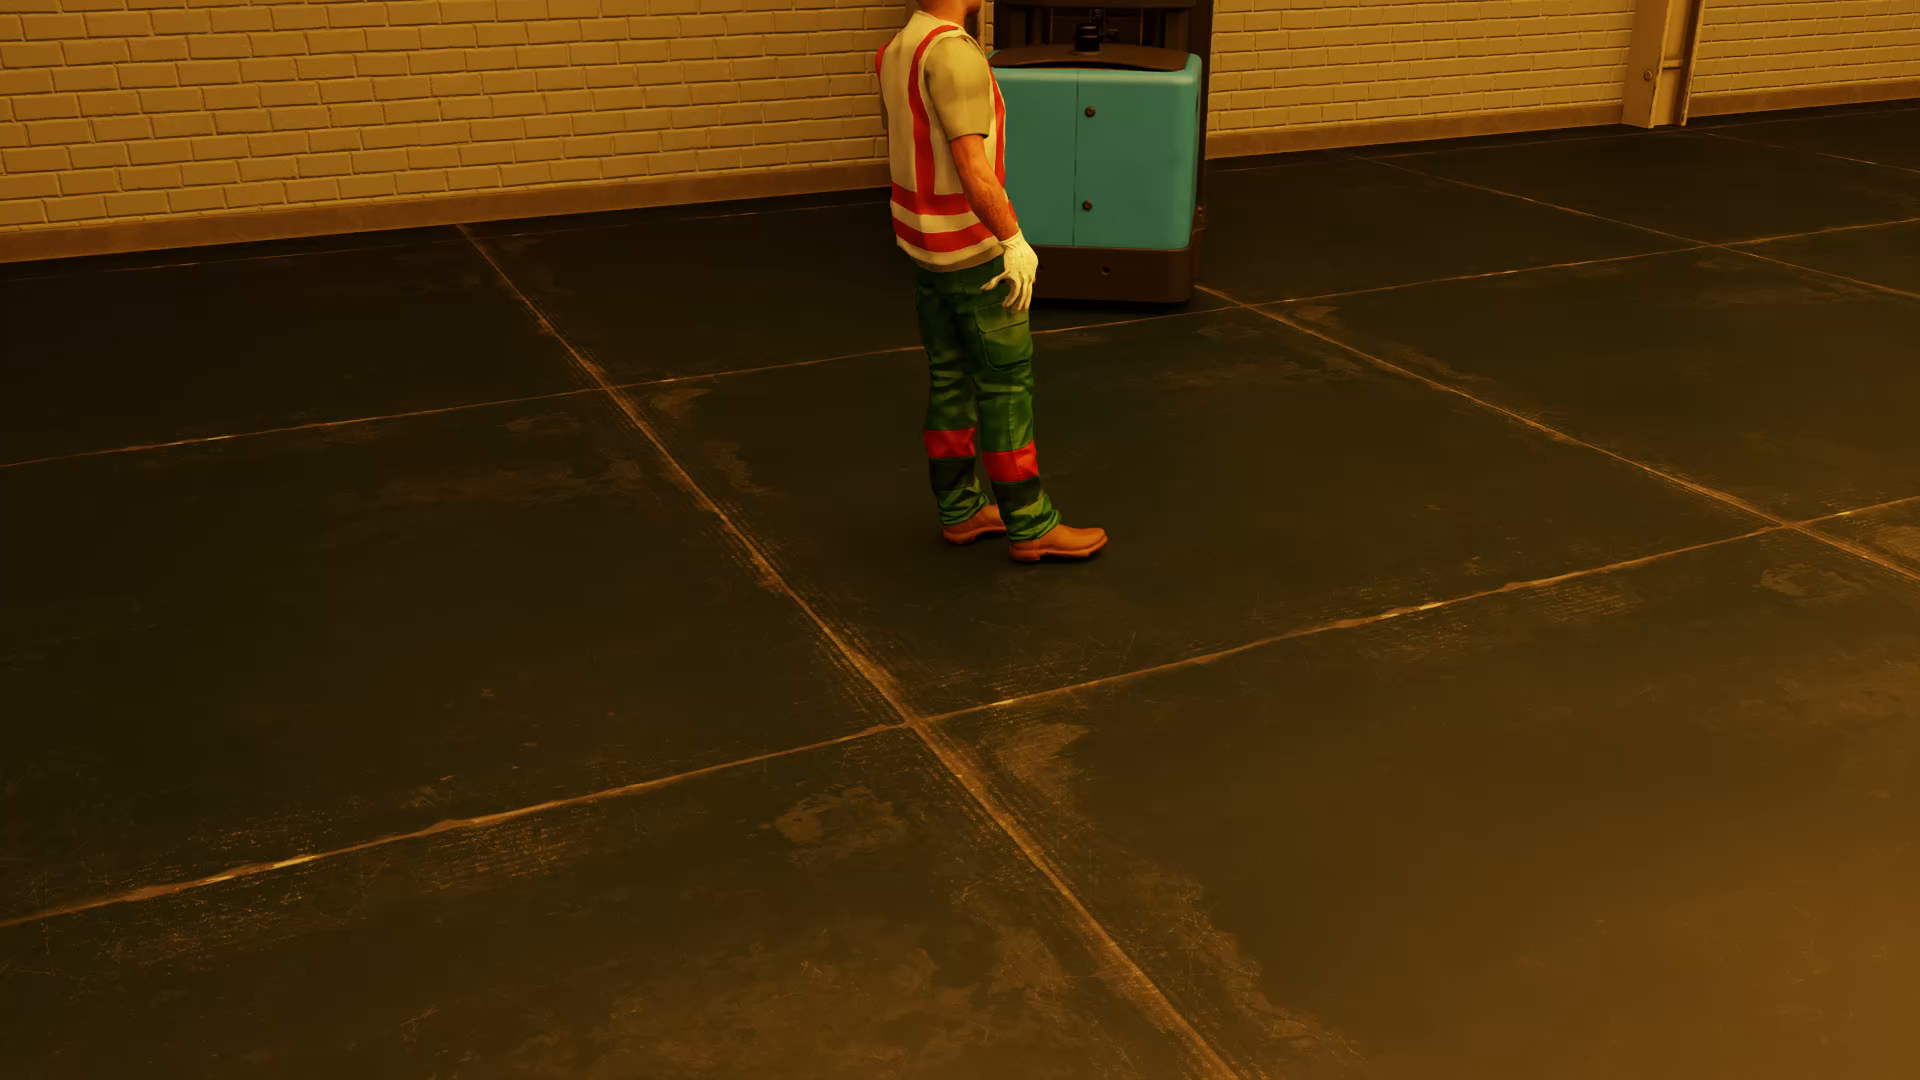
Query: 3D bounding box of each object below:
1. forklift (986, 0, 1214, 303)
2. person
[{"bbox_3d":[0.750,-2.952,8.393,1.130,2.935,3.031,4,23,9],"label":"forklift"},{"bbox_3d":[0.078,-0.842,4.784,0.562,1.789,0.638,-10,25,-23],"label":"person"}]
